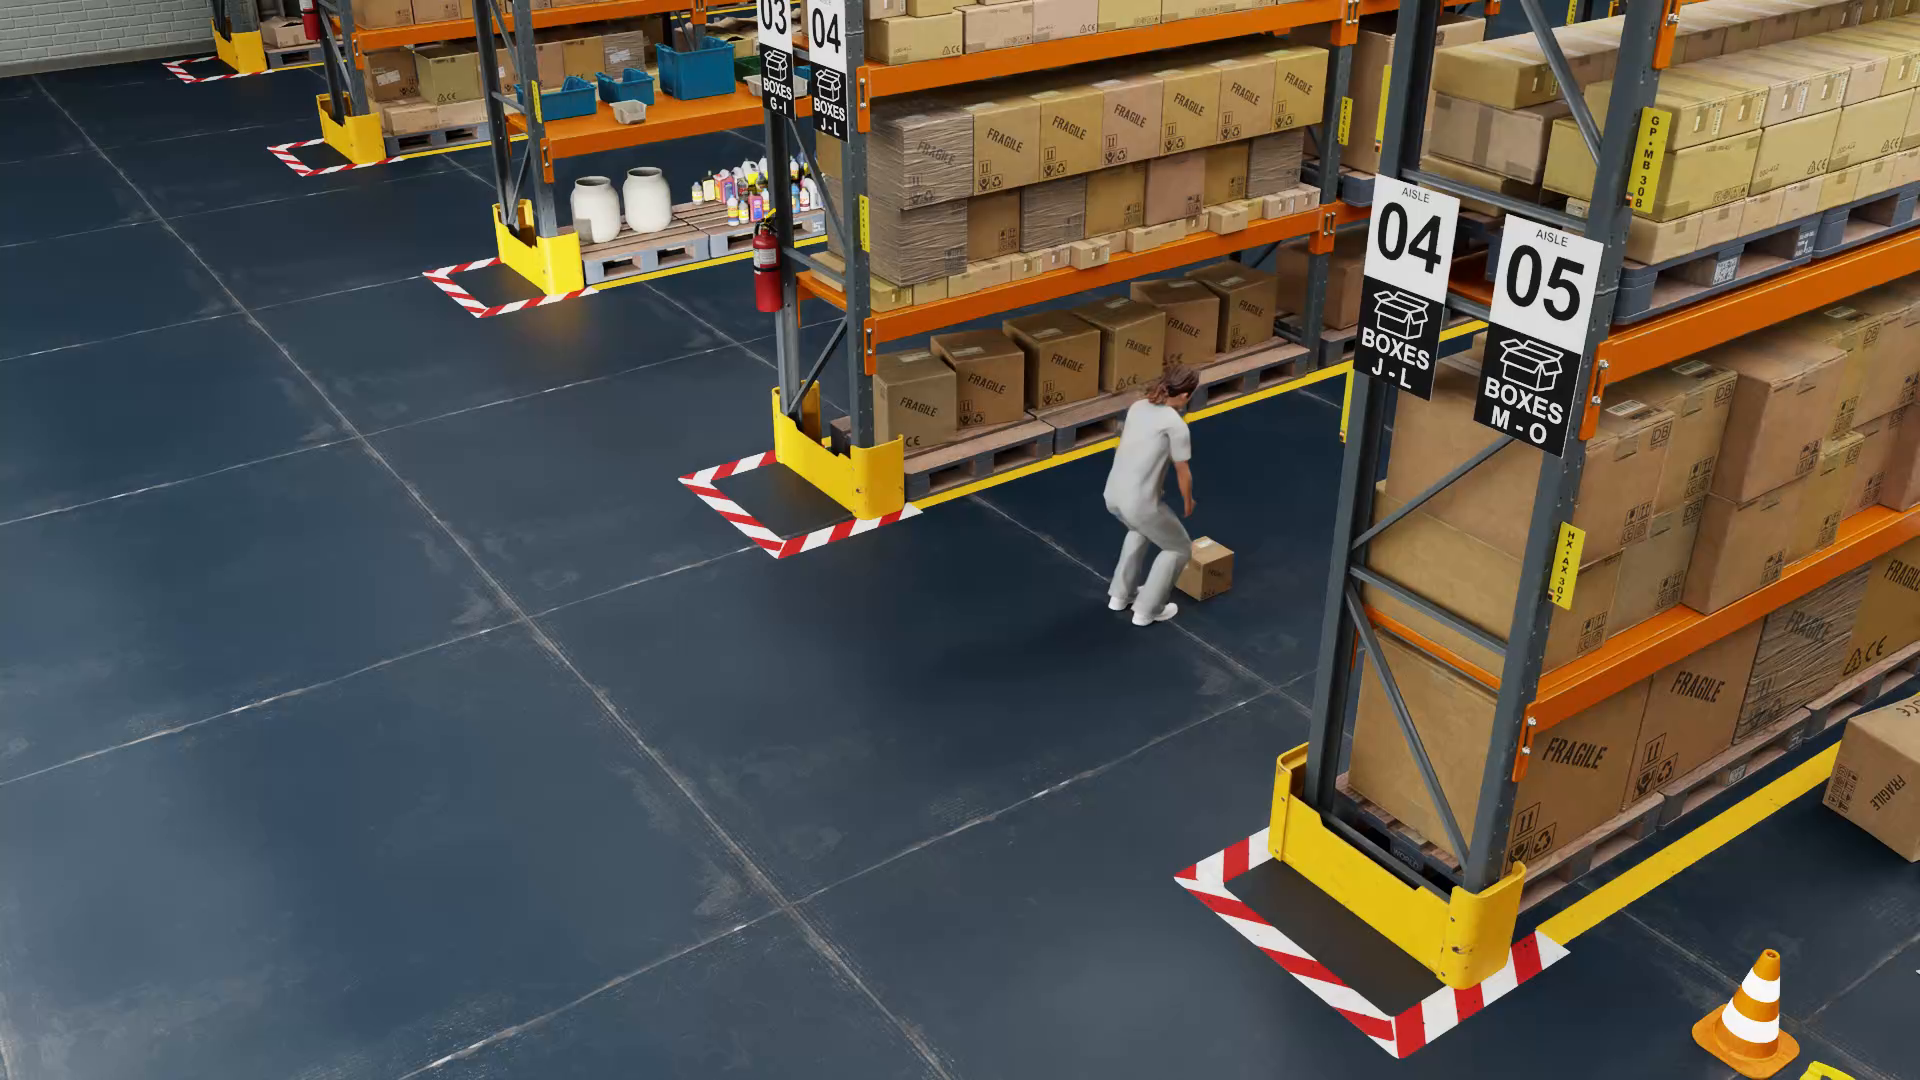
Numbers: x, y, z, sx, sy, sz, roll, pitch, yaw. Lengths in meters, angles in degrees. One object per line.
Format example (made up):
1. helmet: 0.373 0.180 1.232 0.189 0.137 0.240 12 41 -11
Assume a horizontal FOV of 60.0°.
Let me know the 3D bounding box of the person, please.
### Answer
1. person: 1.064 -0.259 9.321 0.575 1.469 0.488 -19 34 -30
